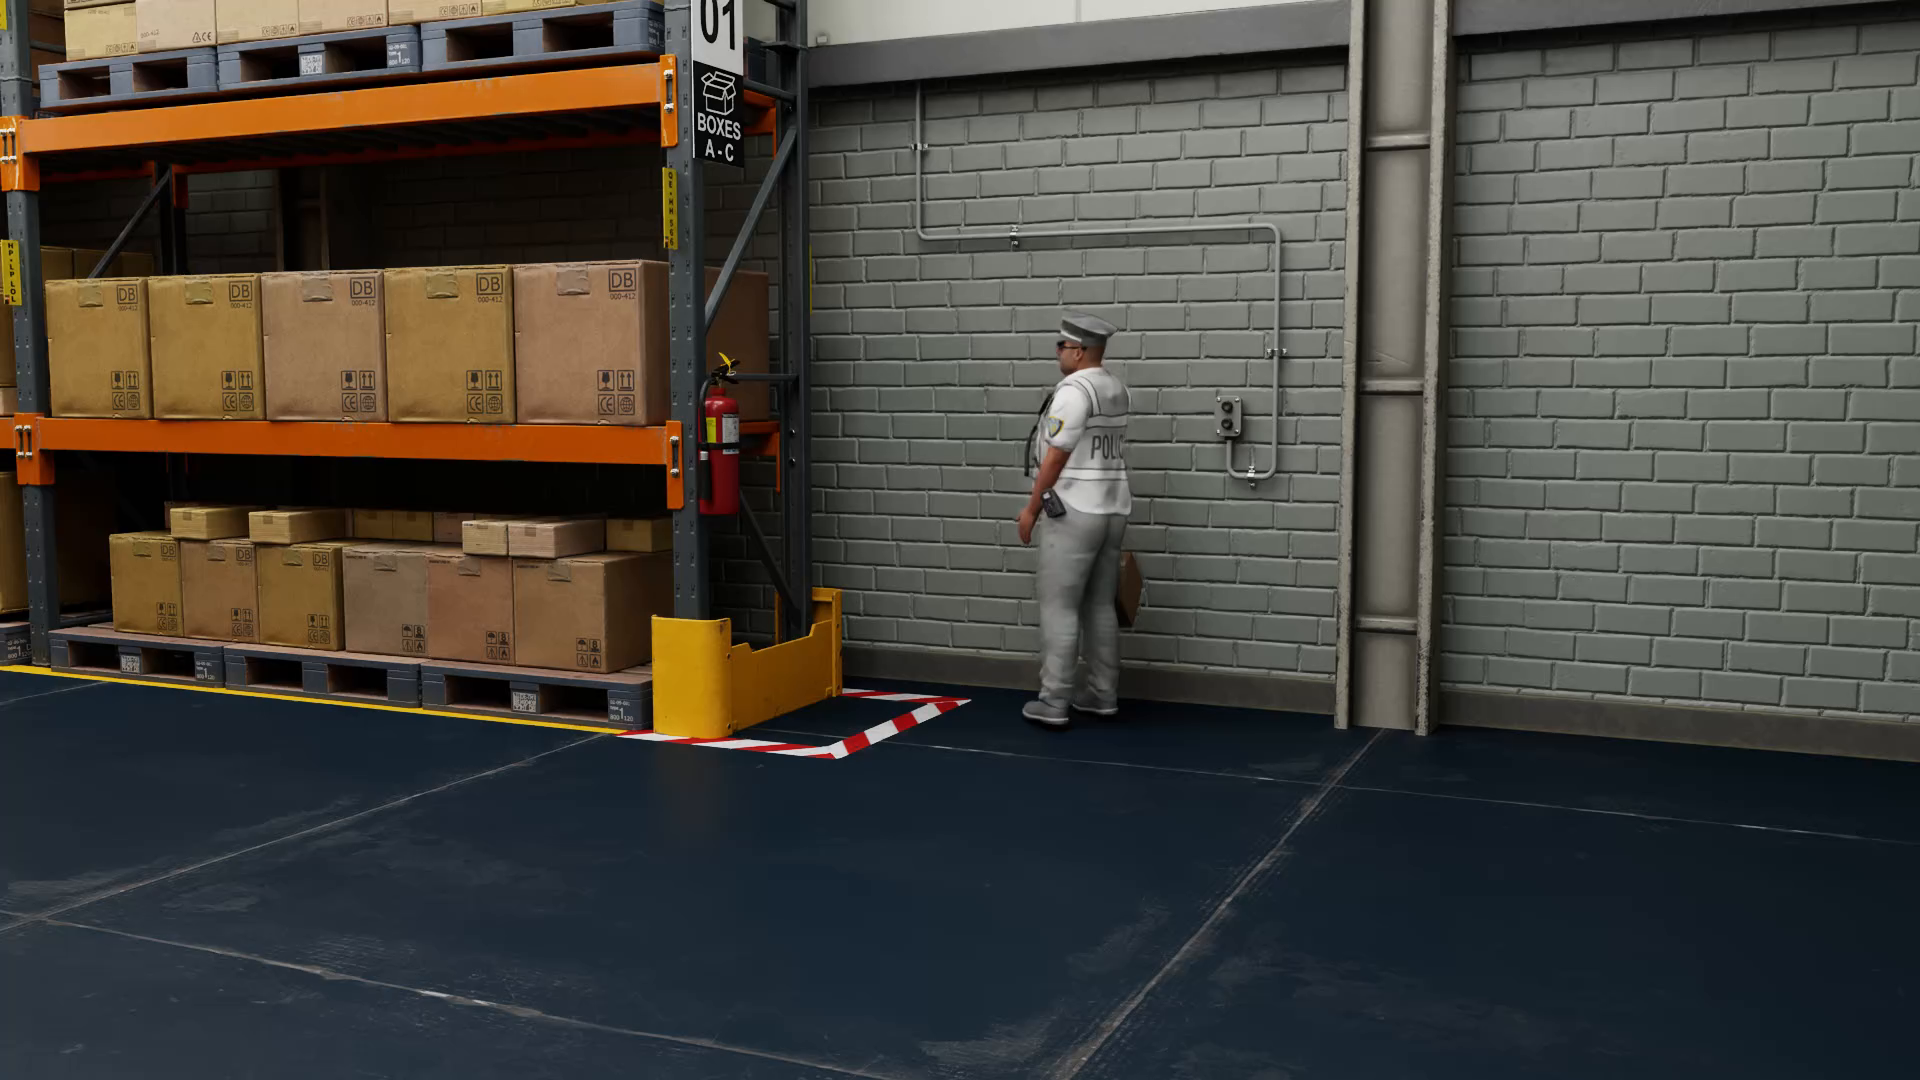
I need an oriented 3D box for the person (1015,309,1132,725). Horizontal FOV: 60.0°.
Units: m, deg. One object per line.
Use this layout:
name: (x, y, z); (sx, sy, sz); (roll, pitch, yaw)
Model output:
person: (0.517, -0.097, 7.203); (0.461, 1.782, 0.602); (4, 7, 34)
